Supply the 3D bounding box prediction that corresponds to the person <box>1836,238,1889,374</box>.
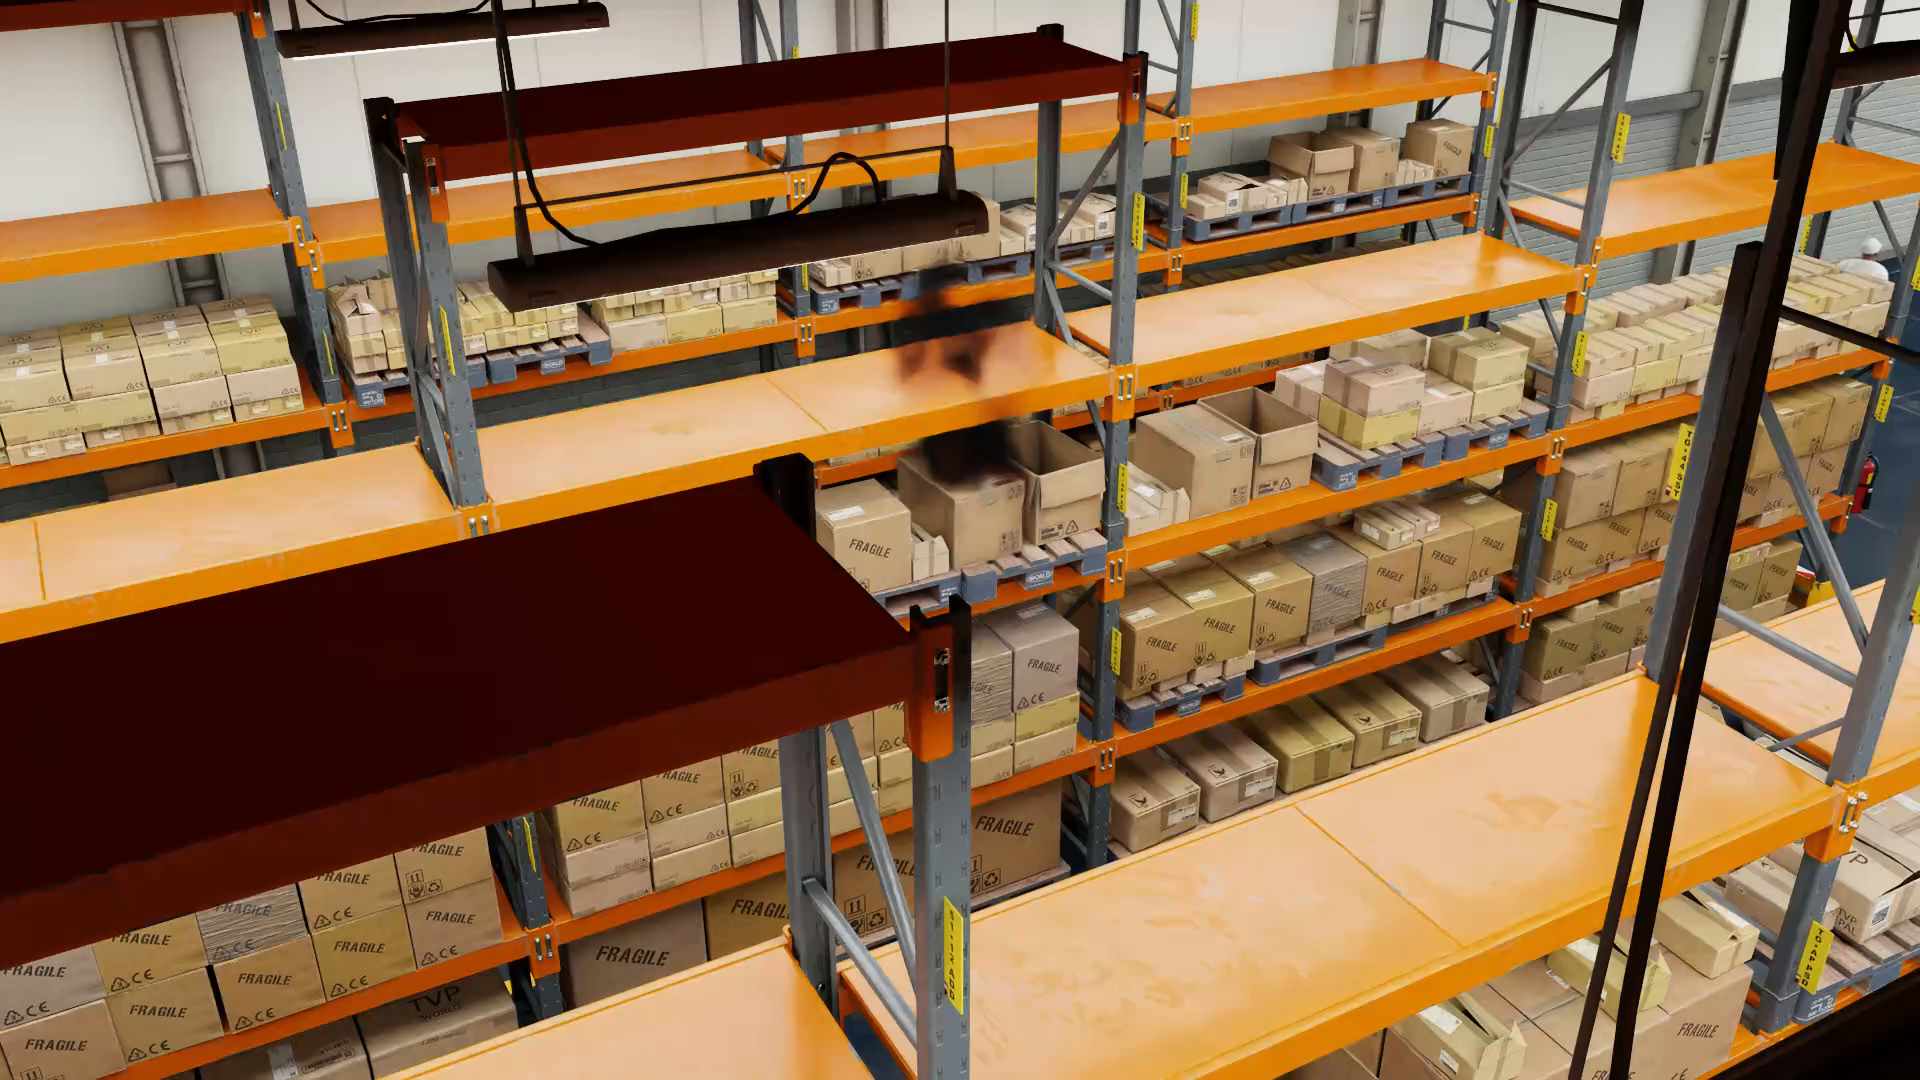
[{"bbox_3d":[11.089,-2.892,20.581,0.661,1.783,0.676,-21,35,-34],"label":"person"}]
